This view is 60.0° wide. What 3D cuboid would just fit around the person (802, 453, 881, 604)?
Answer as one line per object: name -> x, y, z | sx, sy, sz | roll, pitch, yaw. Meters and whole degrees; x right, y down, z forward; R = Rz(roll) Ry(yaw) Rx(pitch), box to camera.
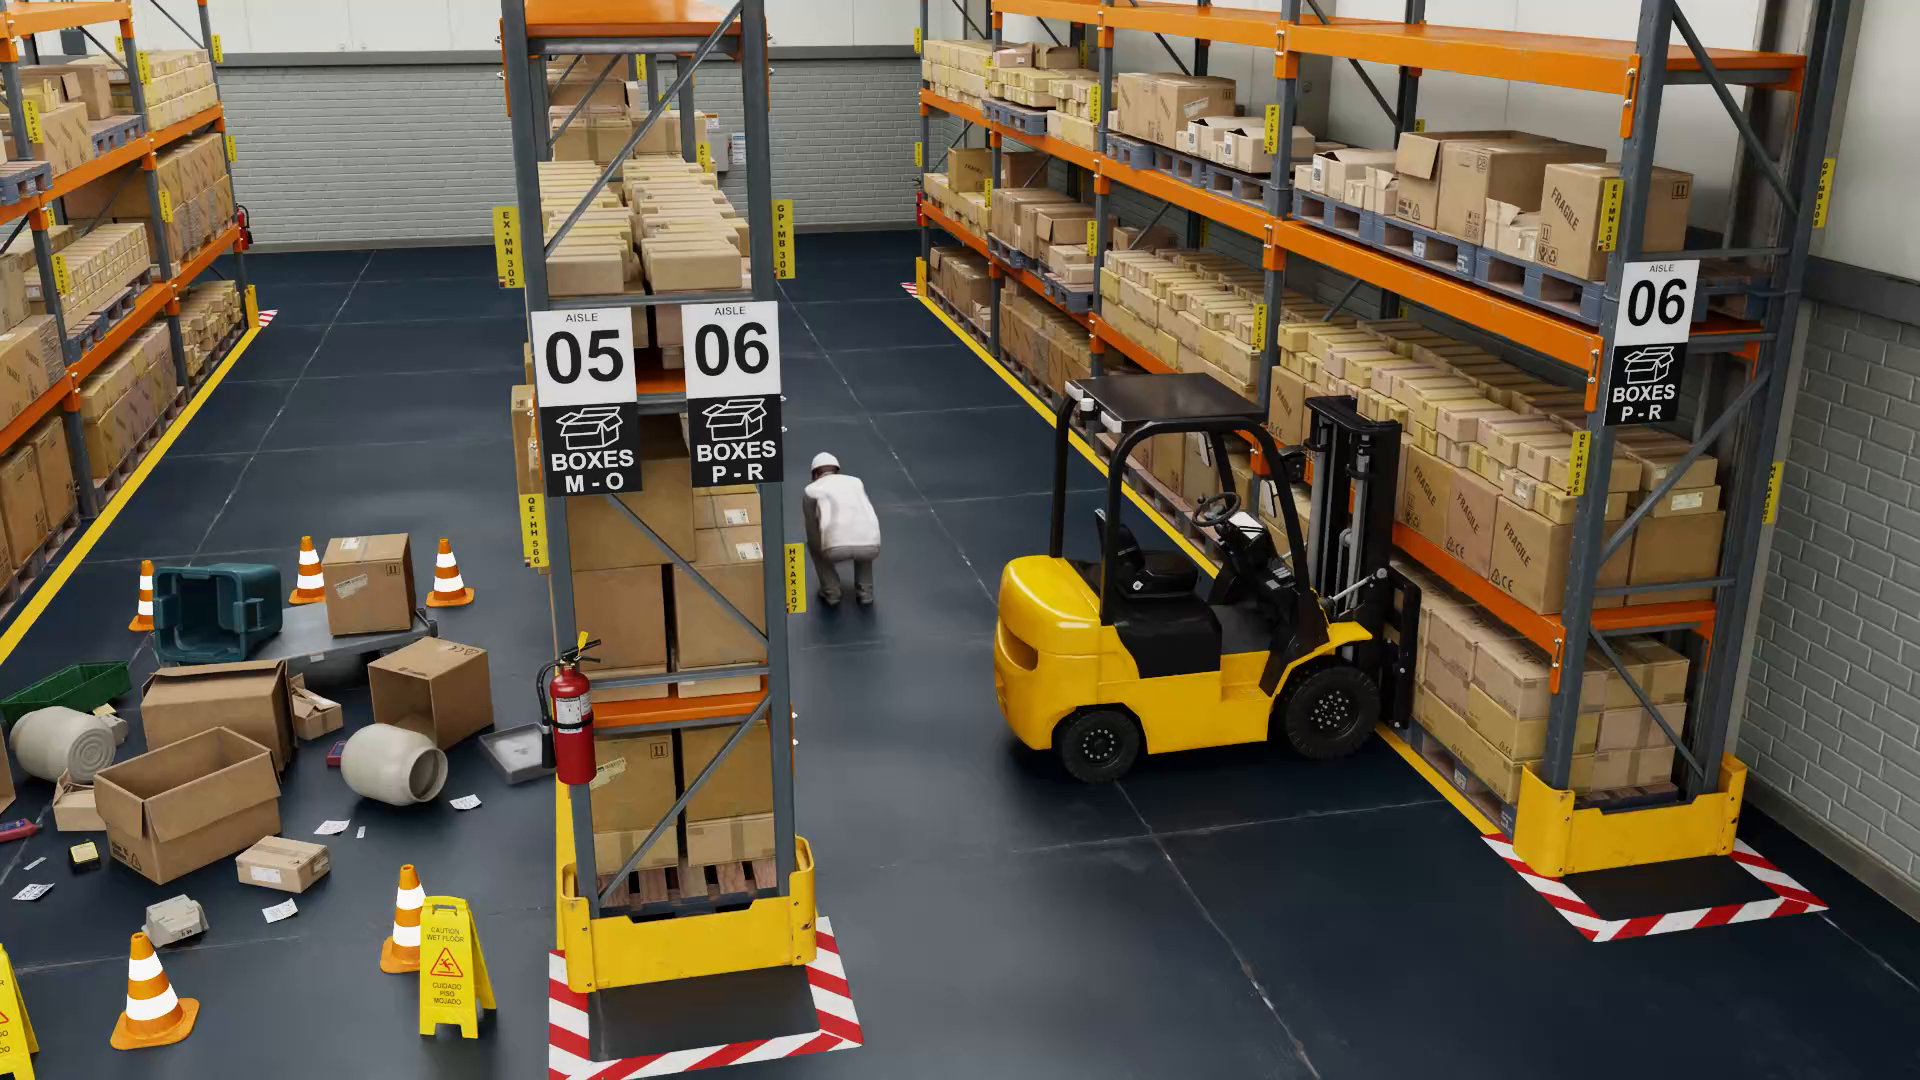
person -> -0.893, -0.072, 12.391 | 0.515, 1.014, 0.887 | -5, 20, -14
